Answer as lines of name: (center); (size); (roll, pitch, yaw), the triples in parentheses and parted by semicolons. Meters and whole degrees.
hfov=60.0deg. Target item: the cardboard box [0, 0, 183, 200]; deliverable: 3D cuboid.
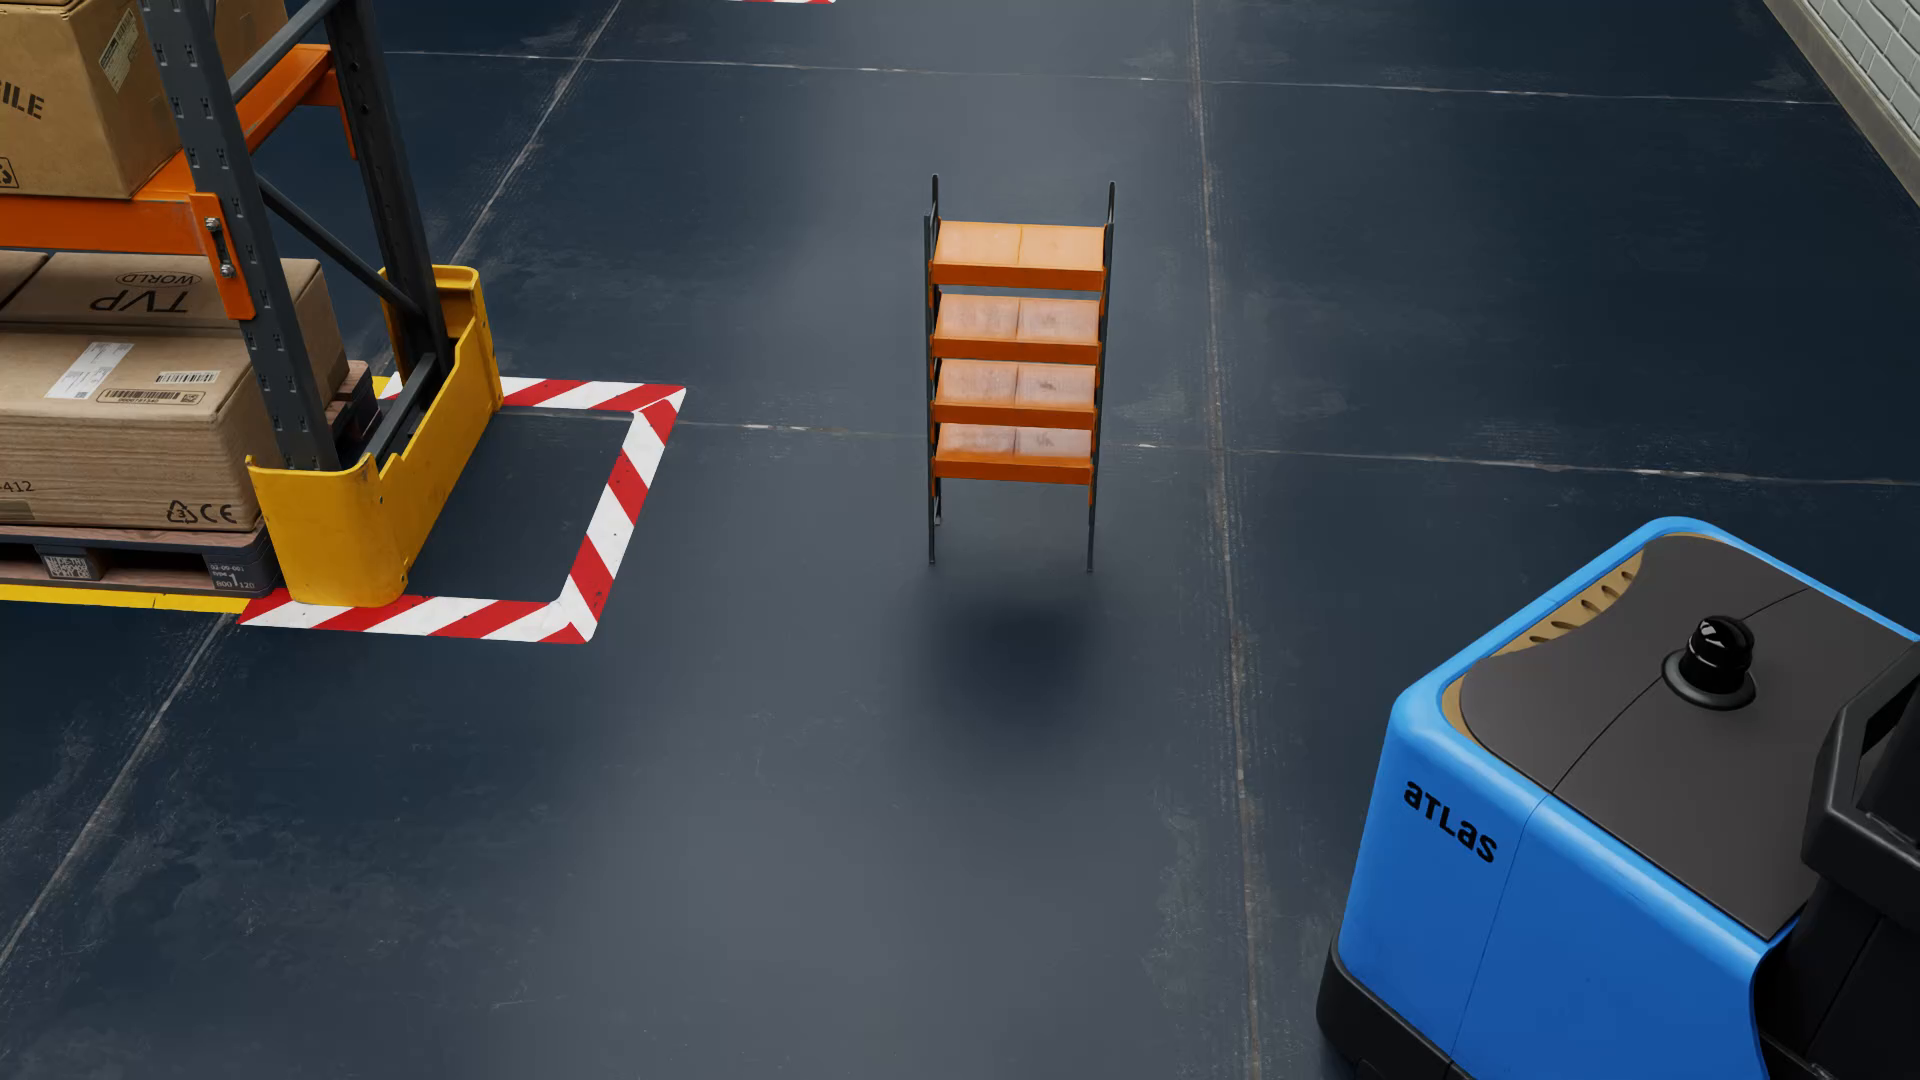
cardboard box: (-2.349, -1.232, 4.309); (0.500, 0.500, 0.500); (3, 39, 4)

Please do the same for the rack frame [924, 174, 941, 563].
rack frame: (-0.078, -0.470, 4.876); (0.015, 1.200, 0.240); (3, 39, 4)

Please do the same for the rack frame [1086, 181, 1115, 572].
rack frame: (0.408, -0.443, 4.844); (0.015, 1.200, 0.240); (3, 39, 4)

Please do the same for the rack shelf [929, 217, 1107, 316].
rack shelf: (0.165, -0.761, 4.612); (0.480, 0.148, 0.258); (3, 39, 4)

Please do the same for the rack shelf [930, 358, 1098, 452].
rack shelf: (0.165, -0.404, 4.903); (0.480, 0.148, 0.258); (3, 39, 4)

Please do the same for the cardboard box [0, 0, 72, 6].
cardboard box: (-2.346, -1.637, 4.014); (0.500, 0.500, 0.500); (4, 39, 5)

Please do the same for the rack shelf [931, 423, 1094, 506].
rack shelf: (0.165, -0.250, 5.028); (0.480, 0.148, 0.258); (3, 39, 4)

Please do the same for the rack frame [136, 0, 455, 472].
rack frame: (-1.846, -1.334, 4.512); (0.127, 3.000, 1.000); (3, 39, 4)

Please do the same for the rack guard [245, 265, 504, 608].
rack guard: (-1.822, -0.363, 5.300); (0.348, 0.500, 1.175); (3, 39, 4)

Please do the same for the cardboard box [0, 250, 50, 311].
cardboard box: (-3.424, -0.521, 5.210); (0.875, 0.438, 0.875); (4, 39, 5)

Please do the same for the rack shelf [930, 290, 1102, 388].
rack shelf: (0.165, -0.578, 4.761); (0.480, 0.148, 0.258); (3, 39, 4)

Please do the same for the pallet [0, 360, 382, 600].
pallet: (-2.649, -0.247, 5.386); (1.213, 0.211, 1.003); (3, 39, 4)

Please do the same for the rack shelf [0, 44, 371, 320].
rack shelf: (-3.838, -1.164, 4.873); (4.000, 0.370, 1.077); (3, 39, 4)

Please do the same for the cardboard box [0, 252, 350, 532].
cardboard box: (-2.512, -0.476, 5.156); (0.875, 0.438, 0.875); (2, 39, 2)

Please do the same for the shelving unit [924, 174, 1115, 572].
shelving unit: (0.165, -0.456, 4.860); (0.503, 1.200, 0.258); (3, 39, 4)

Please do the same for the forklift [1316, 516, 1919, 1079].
forklift: (2.133, 0.532, 2.274); (1.130, 2.935, 3.031); (-27, 46, -29)

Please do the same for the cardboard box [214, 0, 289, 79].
cardboard box: (-2.299, -1.579, 4.735); (0.500, 0.500, 0.500); (3, 39, 3)
